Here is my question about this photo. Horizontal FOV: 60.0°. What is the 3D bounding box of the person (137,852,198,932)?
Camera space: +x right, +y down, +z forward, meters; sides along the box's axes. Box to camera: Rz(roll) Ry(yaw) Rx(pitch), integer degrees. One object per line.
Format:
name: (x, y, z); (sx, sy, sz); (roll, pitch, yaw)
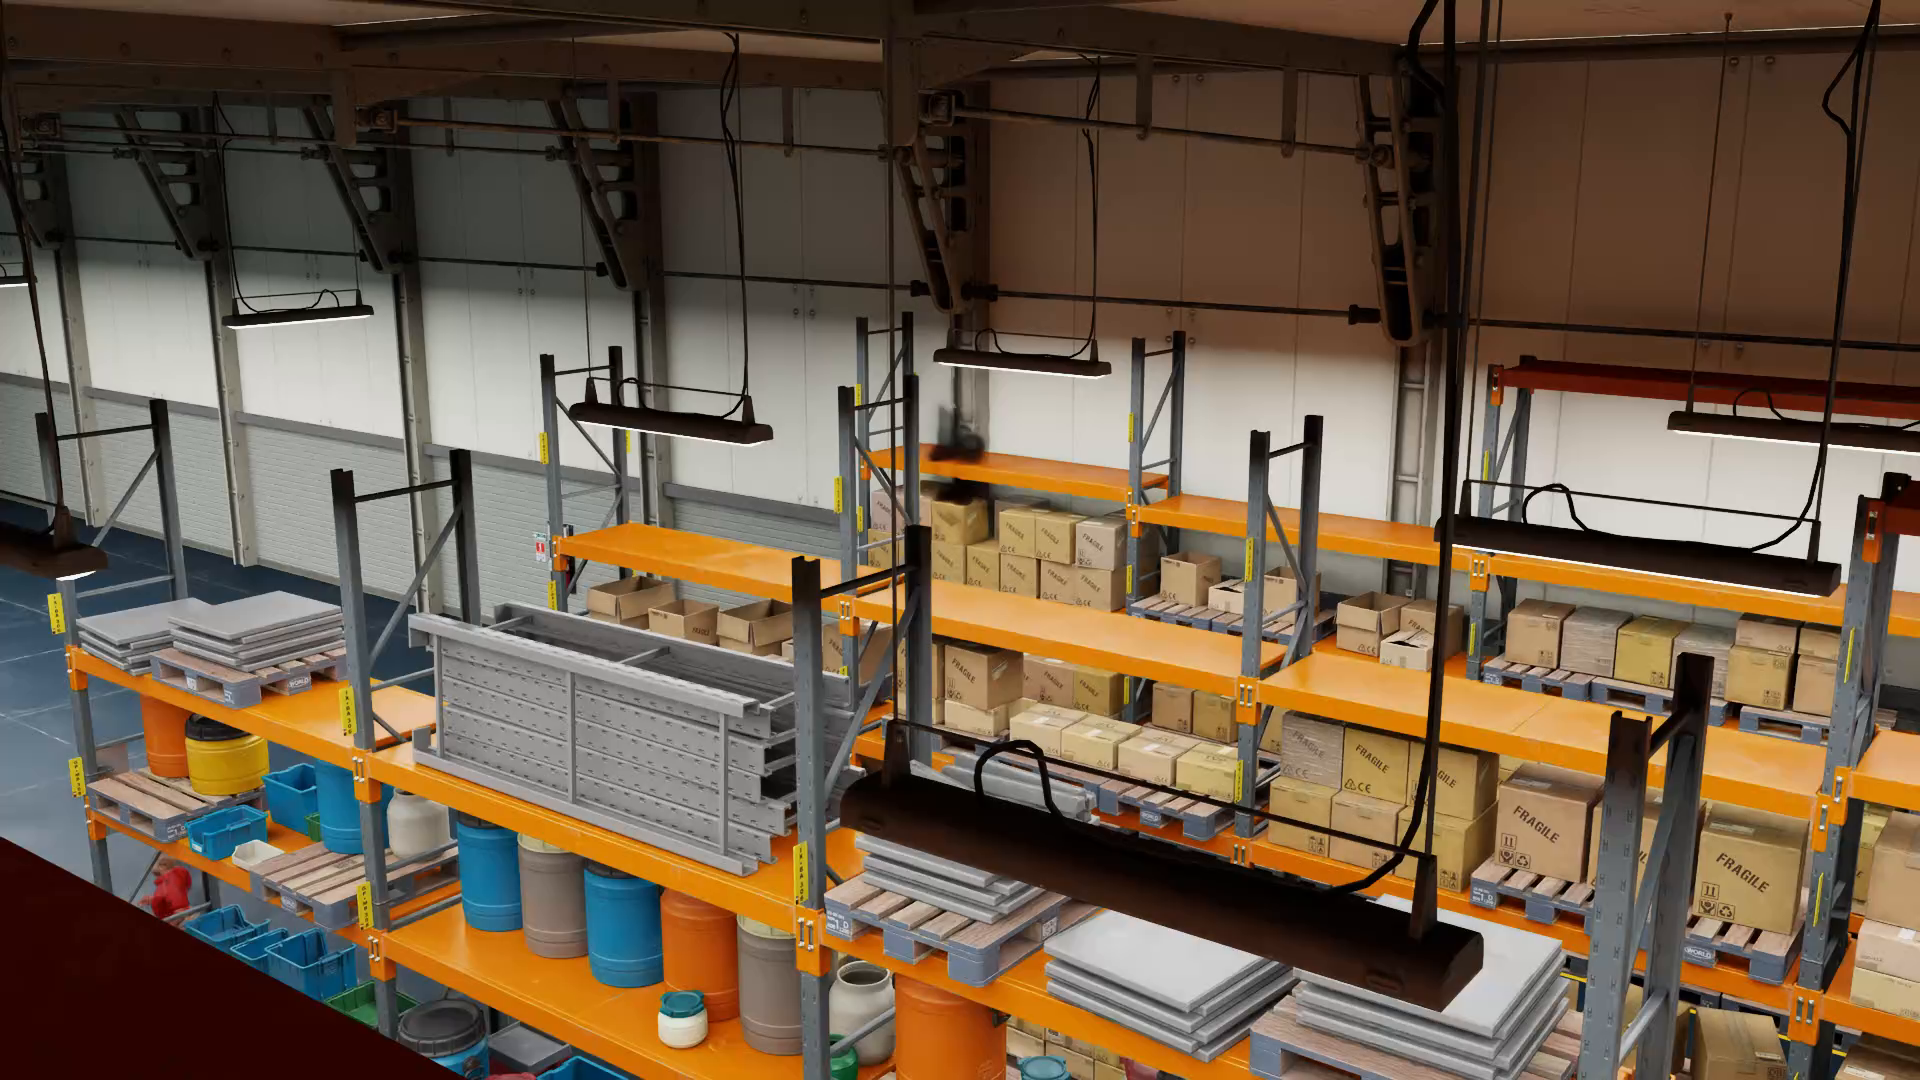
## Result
person: (-7.453, 3.690, 15.650); (0.598, 1.672, 0.675); (-2, 13, -7)
